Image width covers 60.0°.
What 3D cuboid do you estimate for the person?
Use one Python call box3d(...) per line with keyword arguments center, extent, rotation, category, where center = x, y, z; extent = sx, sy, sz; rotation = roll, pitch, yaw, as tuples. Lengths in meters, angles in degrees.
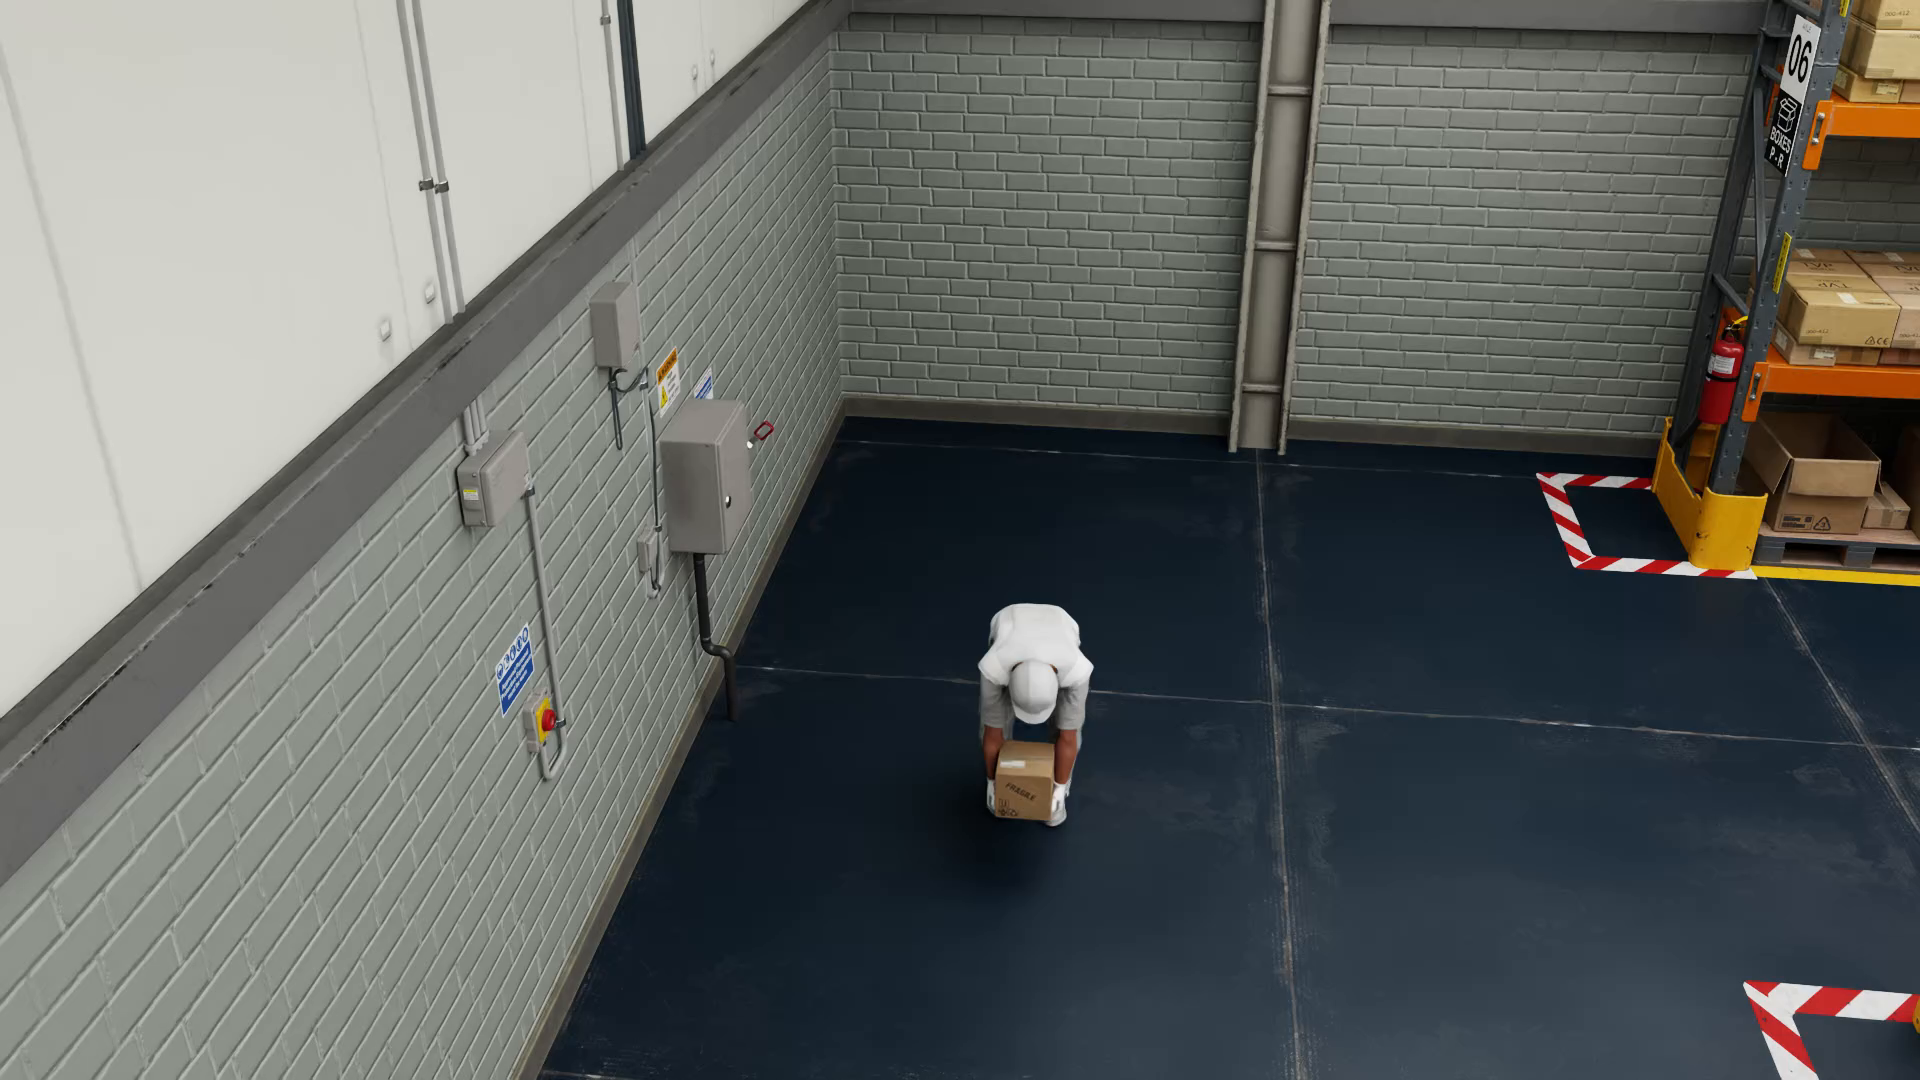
box3d(center=(0.337, 0.858, 7.667), extent=(0.528, 1.147, 0.970), rotation=(2, 28, 4), category="person")
